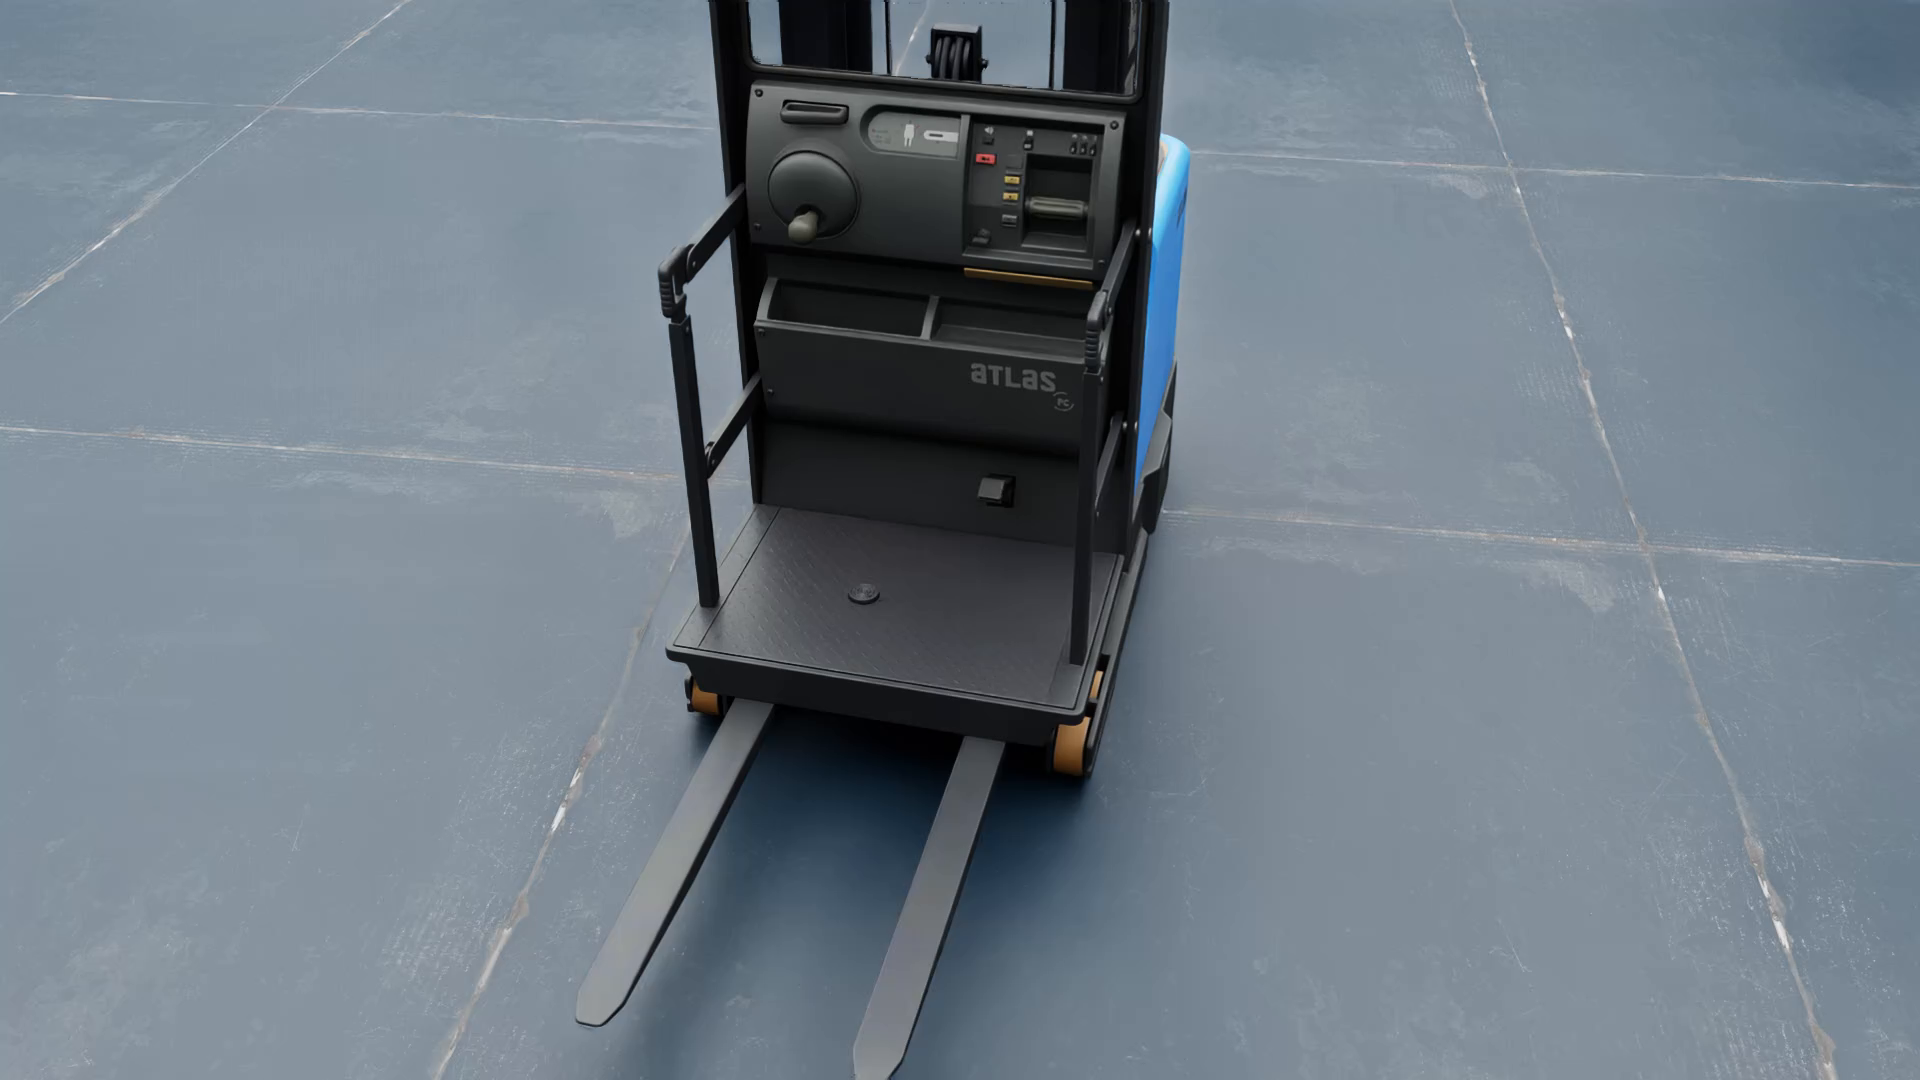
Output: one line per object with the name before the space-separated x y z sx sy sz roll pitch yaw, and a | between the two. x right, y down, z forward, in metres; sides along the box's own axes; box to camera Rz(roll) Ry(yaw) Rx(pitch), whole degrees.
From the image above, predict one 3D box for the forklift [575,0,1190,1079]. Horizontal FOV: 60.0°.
forklift | -0.119 -0.818 3.873 1.130 2.935 3.031 8 36 11
